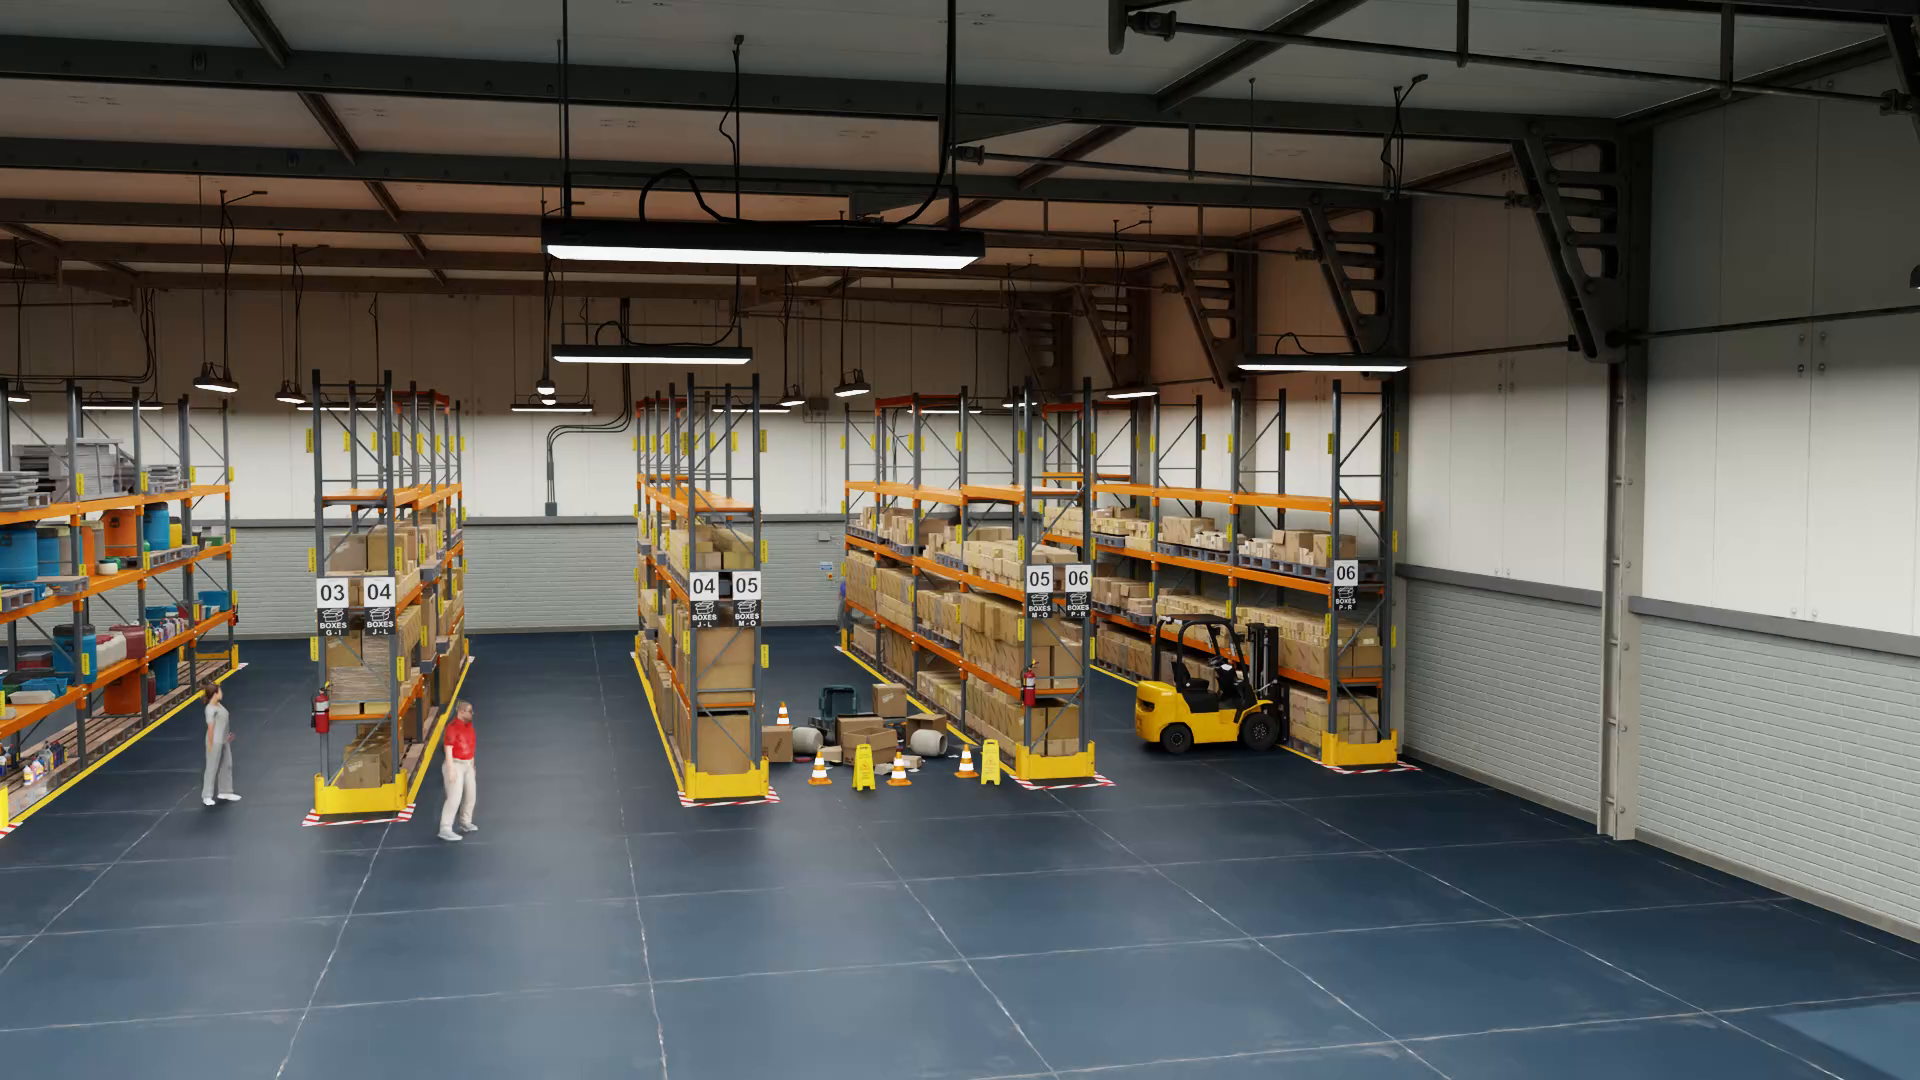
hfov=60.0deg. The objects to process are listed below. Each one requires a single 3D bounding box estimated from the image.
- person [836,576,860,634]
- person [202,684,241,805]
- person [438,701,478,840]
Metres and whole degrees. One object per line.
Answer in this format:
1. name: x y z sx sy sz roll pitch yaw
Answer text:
1. person: -3.007 1.665 44.113 0.725 1.640 0.576 -3 4 -41
2. person: -10.323 2.822 23.199 0.411 1.684 0.650 0 3 0
3. person: -6.421 2.930 21.308 0.378 1.731 0.637 1 3 15
